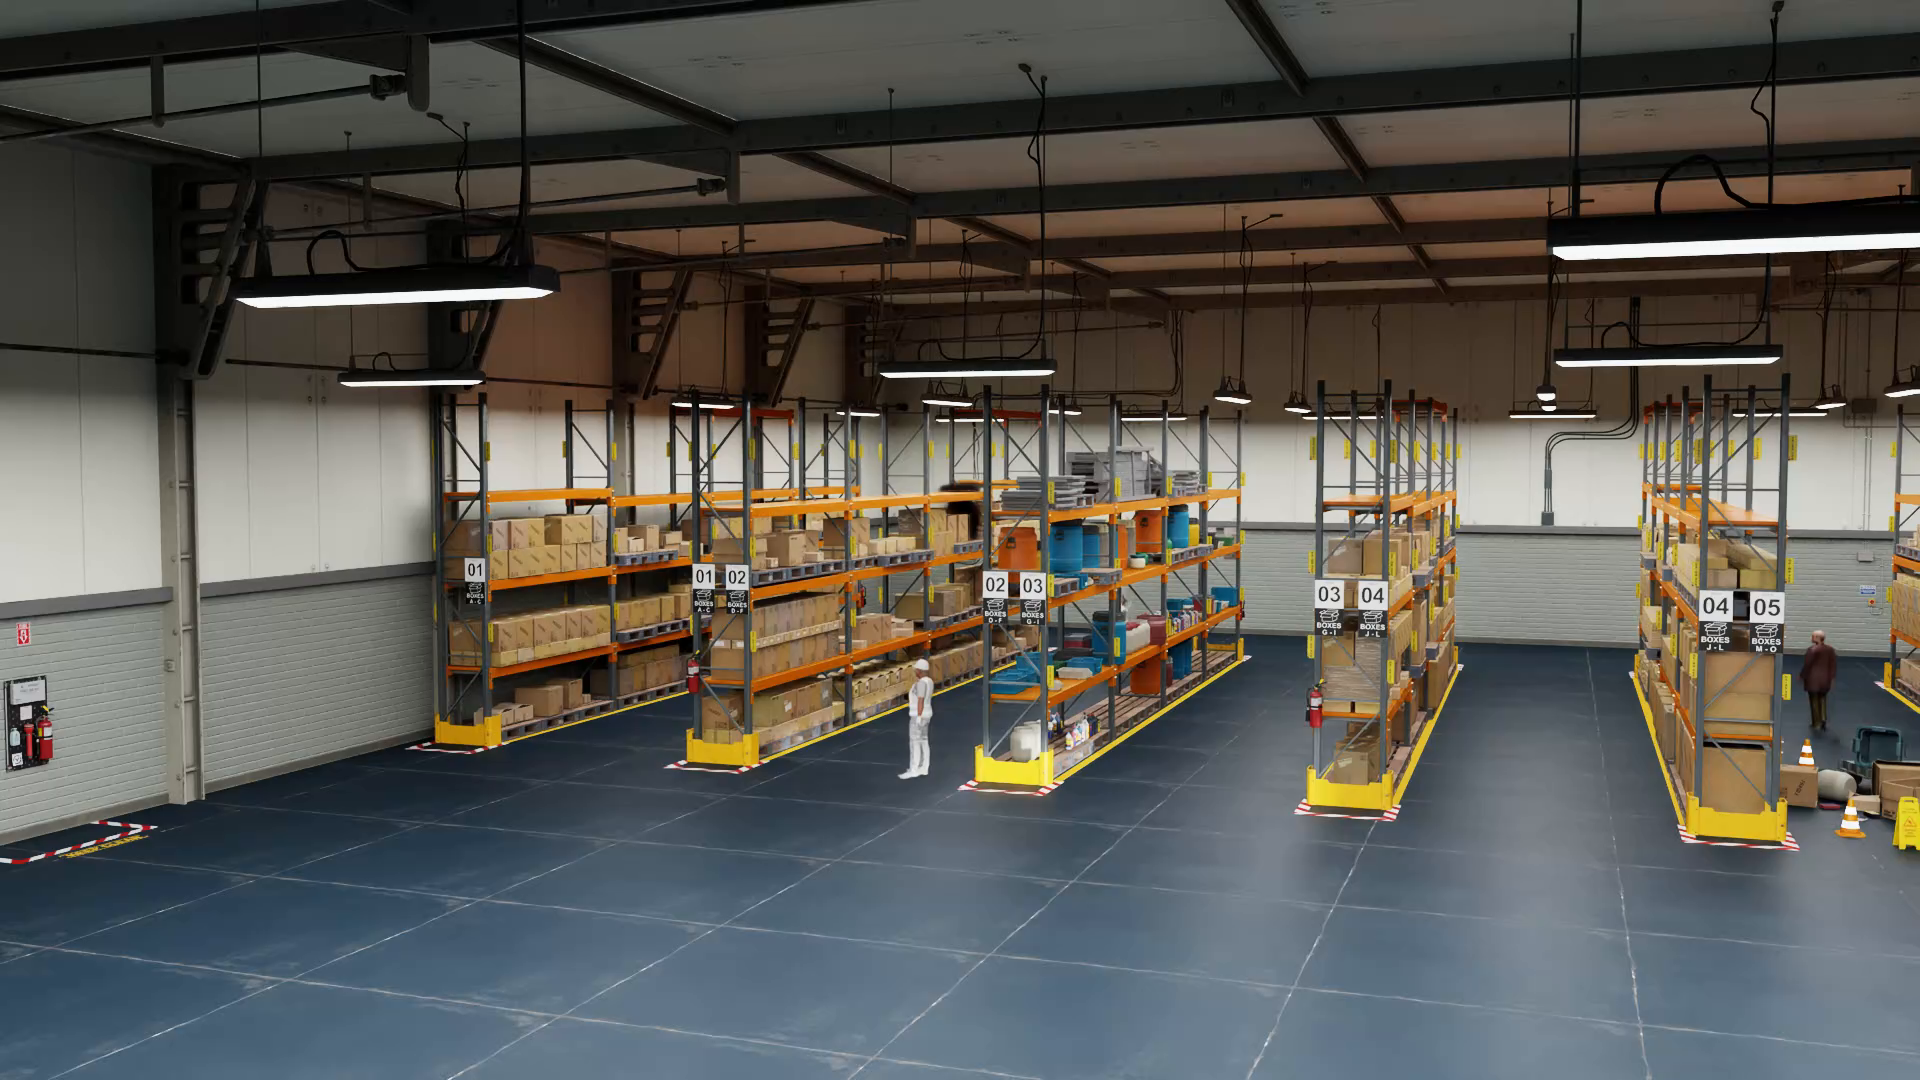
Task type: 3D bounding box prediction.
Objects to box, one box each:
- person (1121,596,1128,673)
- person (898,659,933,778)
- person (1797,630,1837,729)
[{"bbox_3d":[3.461,2.099,37.092,0.621,1.762,0.537,2,3,29],"label":"person"},{"bbox_3d":[-0.673,2.738,25.642,0.451,1.791,0.654,1,3,13],"label":"person"},{"bbox_3d":[15.388,2.553,29.820,0.638,1.768,0.577,1,3,11],"label":"person"}]
